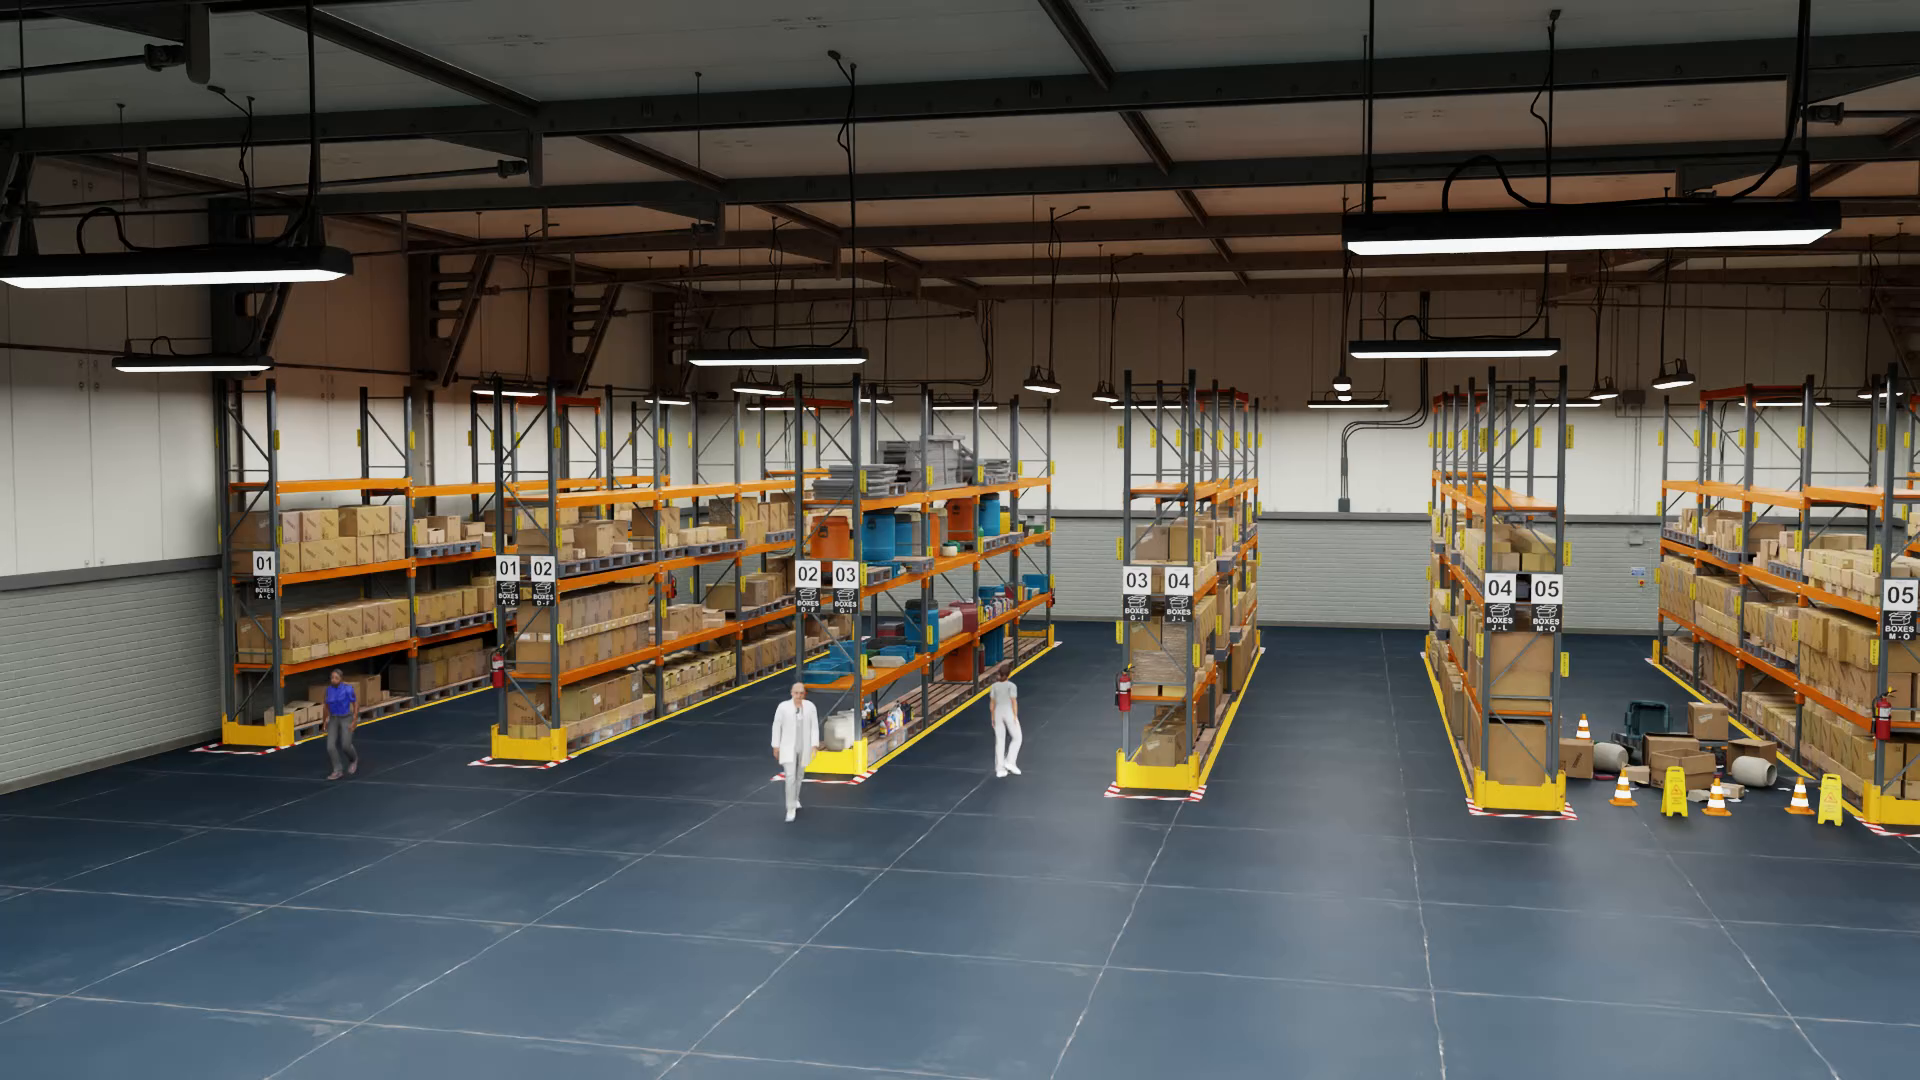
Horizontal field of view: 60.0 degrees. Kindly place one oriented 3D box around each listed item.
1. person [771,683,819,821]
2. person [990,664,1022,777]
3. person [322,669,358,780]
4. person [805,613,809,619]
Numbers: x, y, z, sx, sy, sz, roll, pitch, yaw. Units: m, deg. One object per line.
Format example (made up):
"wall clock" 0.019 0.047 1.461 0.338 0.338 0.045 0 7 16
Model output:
"person" -2.184 2.781 22.222 0.601 1.757 0.944 -2 4 -25
"person" 0.657 2.674 24.762 0.478 1.655 0.514 1 4 24
"person" -9.185 2.705 24.710 0.536 1.624 0.514 1 3 8
"person" -4.124 1.430 44.367 0.473 1.787 0.582 1 4 16
